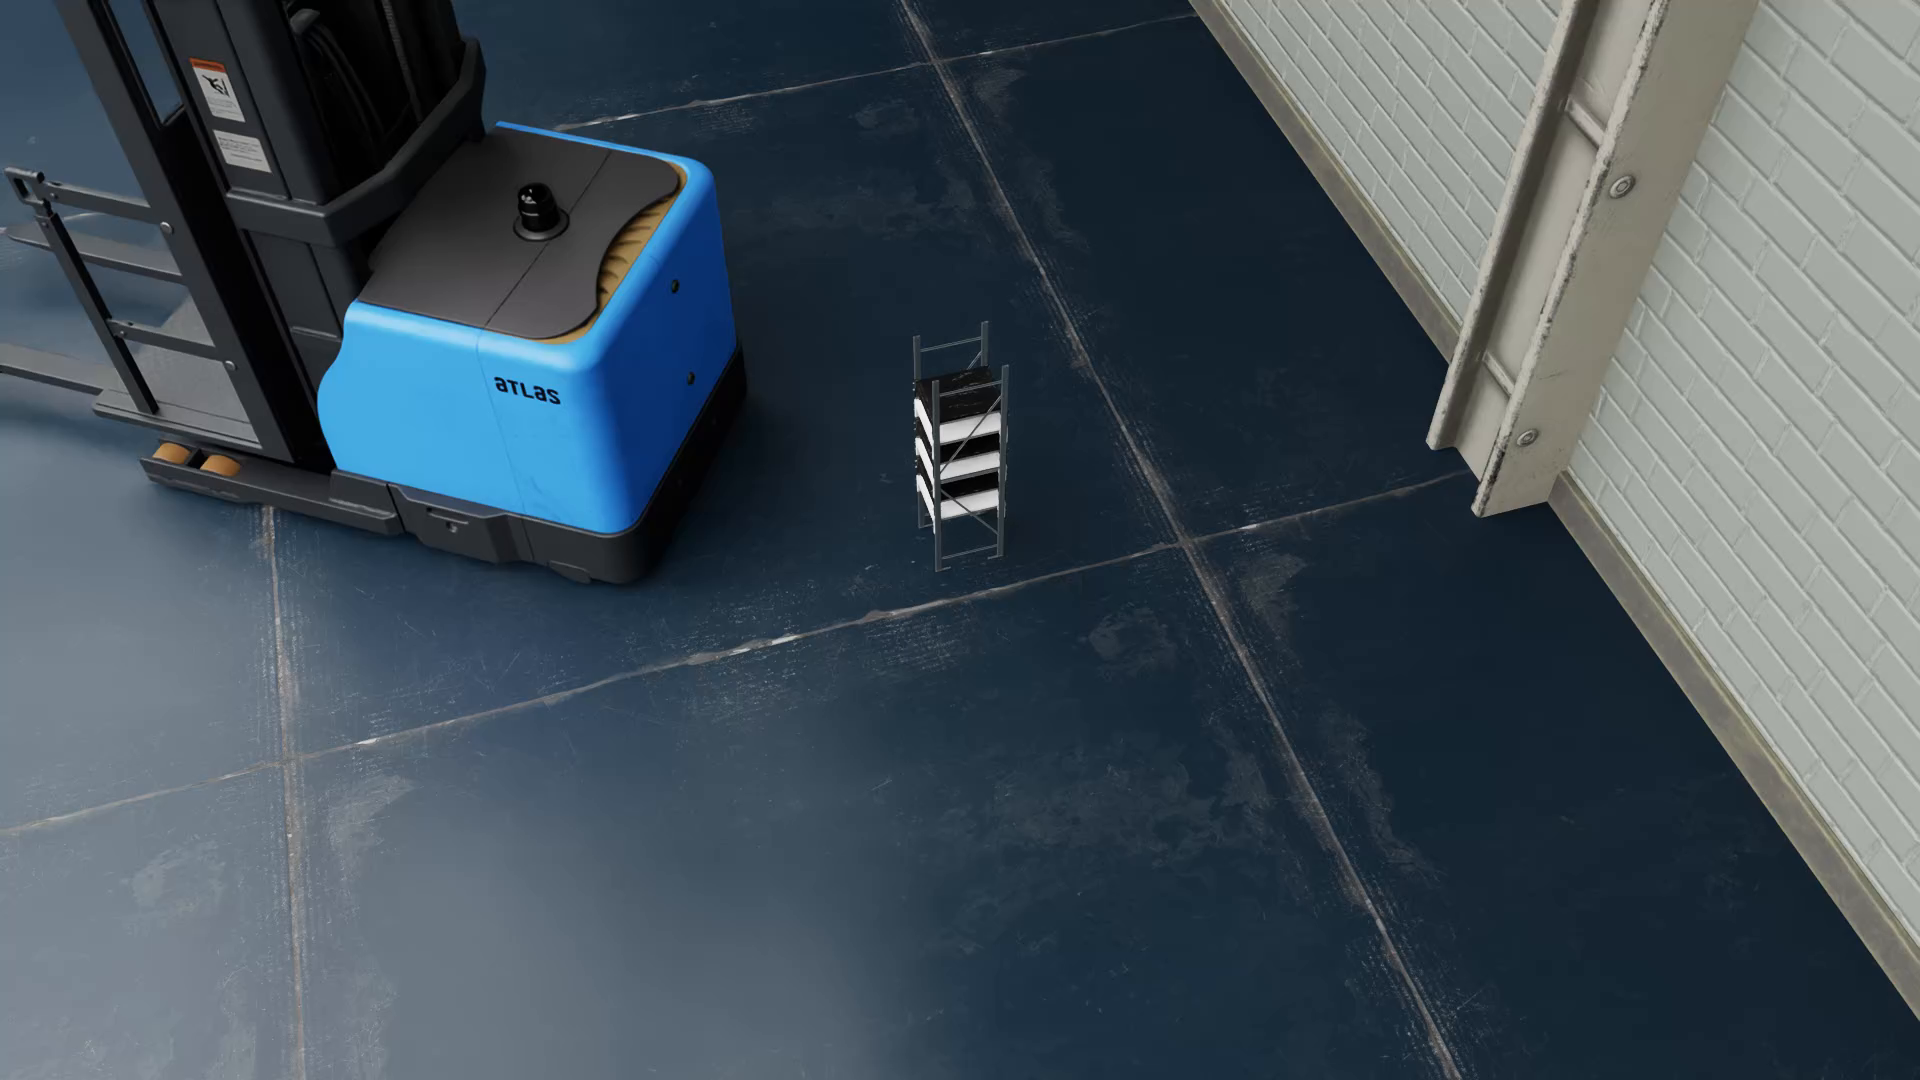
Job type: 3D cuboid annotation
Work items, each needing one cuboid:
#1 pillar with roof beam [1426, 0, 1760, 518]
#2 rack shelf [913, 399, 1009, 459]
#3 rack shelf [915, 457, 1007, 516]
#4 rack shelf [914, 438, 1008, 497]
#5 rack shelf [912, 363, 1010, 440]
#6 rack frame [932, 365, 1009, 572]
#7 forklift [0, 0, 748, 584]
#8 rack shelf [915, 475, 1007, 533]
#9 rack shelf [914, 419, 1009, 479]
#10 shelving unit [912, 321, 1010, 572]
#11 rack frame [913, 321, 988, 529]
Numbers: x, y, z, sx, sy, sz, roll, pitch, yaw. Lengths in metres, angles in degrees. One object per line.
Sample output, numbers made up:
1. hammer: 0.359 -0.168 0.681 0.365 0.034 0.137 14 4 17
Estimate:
1. pillar with roof beam: -2.212 -2.184 1.705 9.100 9.000 0.400 -13 51 -11
2. rack shelf: 0.002 -0.379 5.289 0.258 0.077 0.200 -13 51 -11
3. rack shelf: 0.002 -0.205 5.495 0.258 0.077 0.200 -13 51 -11
4. rack shelf: 0.002 -0.263 5.426 0.258 0.077 0.200 -13 51 -11
5. rack shelf: 0.002 -0.437 5.220 0.258 0.077 0.200 -13 51 -11
6. rack frame: 0.032 -0.210 5.338 0.240 0.900 0.006 -13 51 -11
7. forklift: -2.356 -1.456 5.061 3.031 2.935 1.130 13 51 11
8. rack shelf: 0.002 -0.147 5.564 0.258 0.077 0.200 -13 51 -11
9. rack shelf: 0.002 -0.321 5.358 0.258 0.077 0.200 -13 51 -11
10. shelving unit: 0.002 -0.284 5.401 0.258 0.900 0.210 -13 51 -11
11. rack frame: -0.028 -0.358 5.464 0.240 0.900 0.006 -13 51 -11
